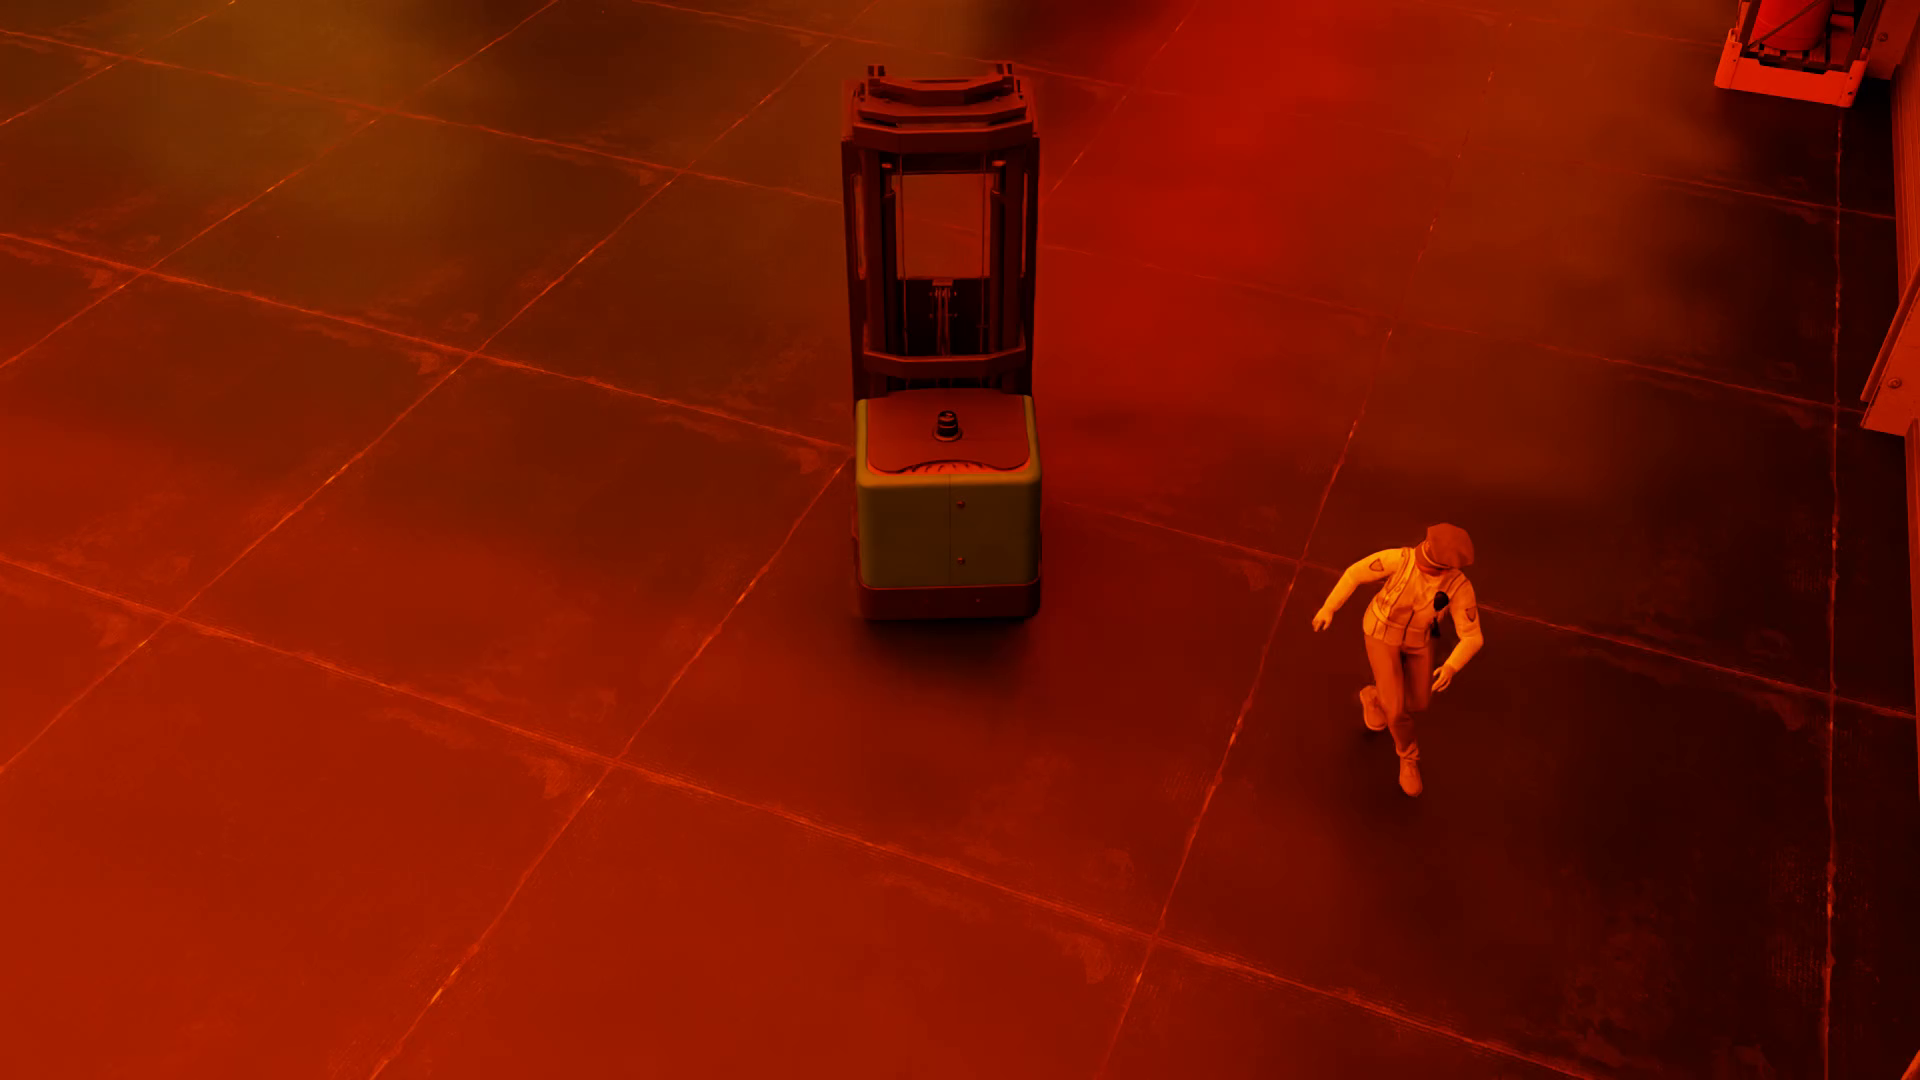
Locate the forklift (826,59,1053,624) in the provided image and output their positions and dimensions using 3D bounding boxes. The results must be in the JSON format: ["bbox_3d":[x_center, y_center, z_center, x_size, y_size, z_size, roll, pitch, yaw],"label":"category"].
[{"bbox_3d":[-0.174,-1.584,9.898,1.130,2.935,3.031,-5,40,-6],"label":"forklift"}]

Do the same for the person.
[{"bbox_3d":[2.252,0.583,8.399,0.815,1.552,0.802,3,40,3],"label":"person"}]
